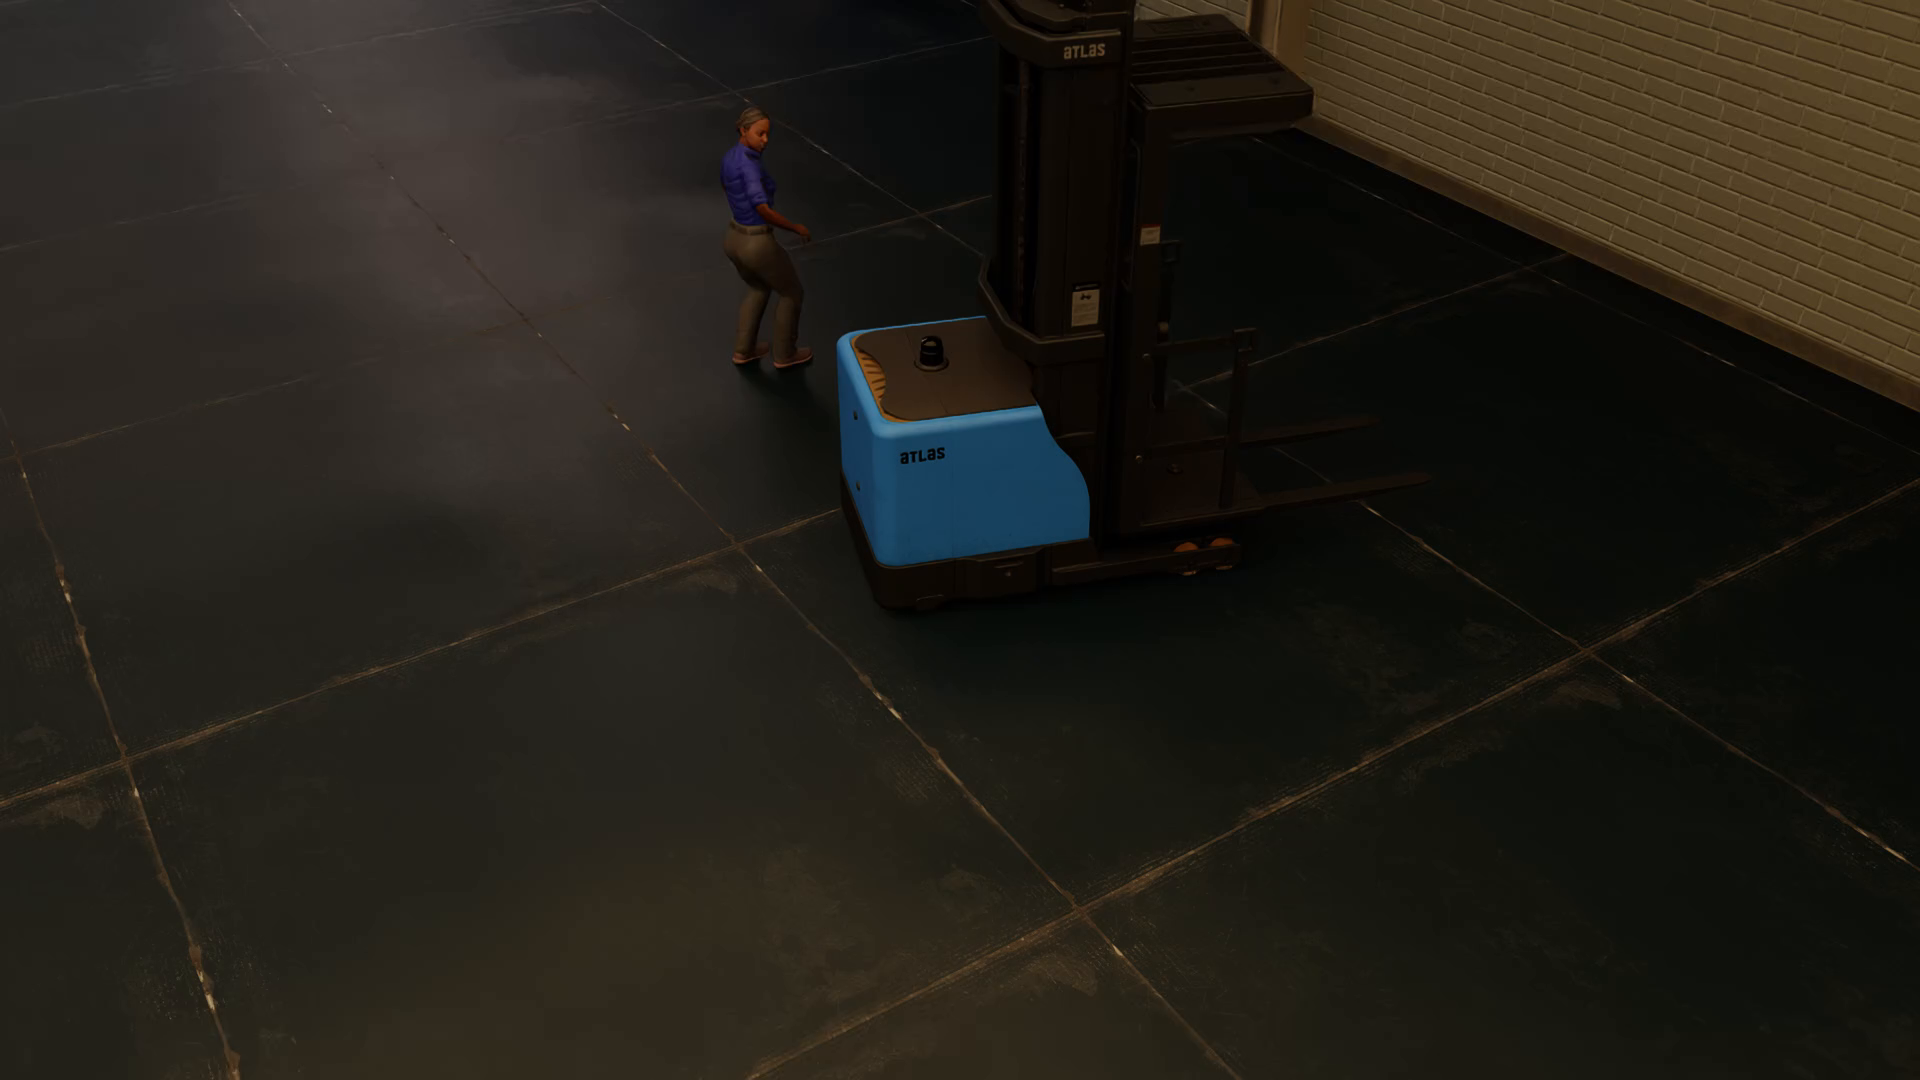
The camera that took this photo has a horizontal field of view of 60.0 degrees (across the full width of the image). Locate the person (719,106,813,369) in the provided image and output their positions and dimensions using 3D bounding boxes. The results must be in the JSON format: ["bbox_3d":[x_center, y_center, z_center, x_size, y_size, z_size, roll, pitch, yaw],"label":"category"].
[{"bbox_3d":[-1.176,-1.777,9.847,0.468,1.612,0.669,-23,41,-29],"label":"person"}]

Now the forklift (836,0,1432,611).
[{"bbox_3d":[0.944,-1.305,8.005,3.031,2.935,1.130,-8,36,-12],"label":"forklift"}]
